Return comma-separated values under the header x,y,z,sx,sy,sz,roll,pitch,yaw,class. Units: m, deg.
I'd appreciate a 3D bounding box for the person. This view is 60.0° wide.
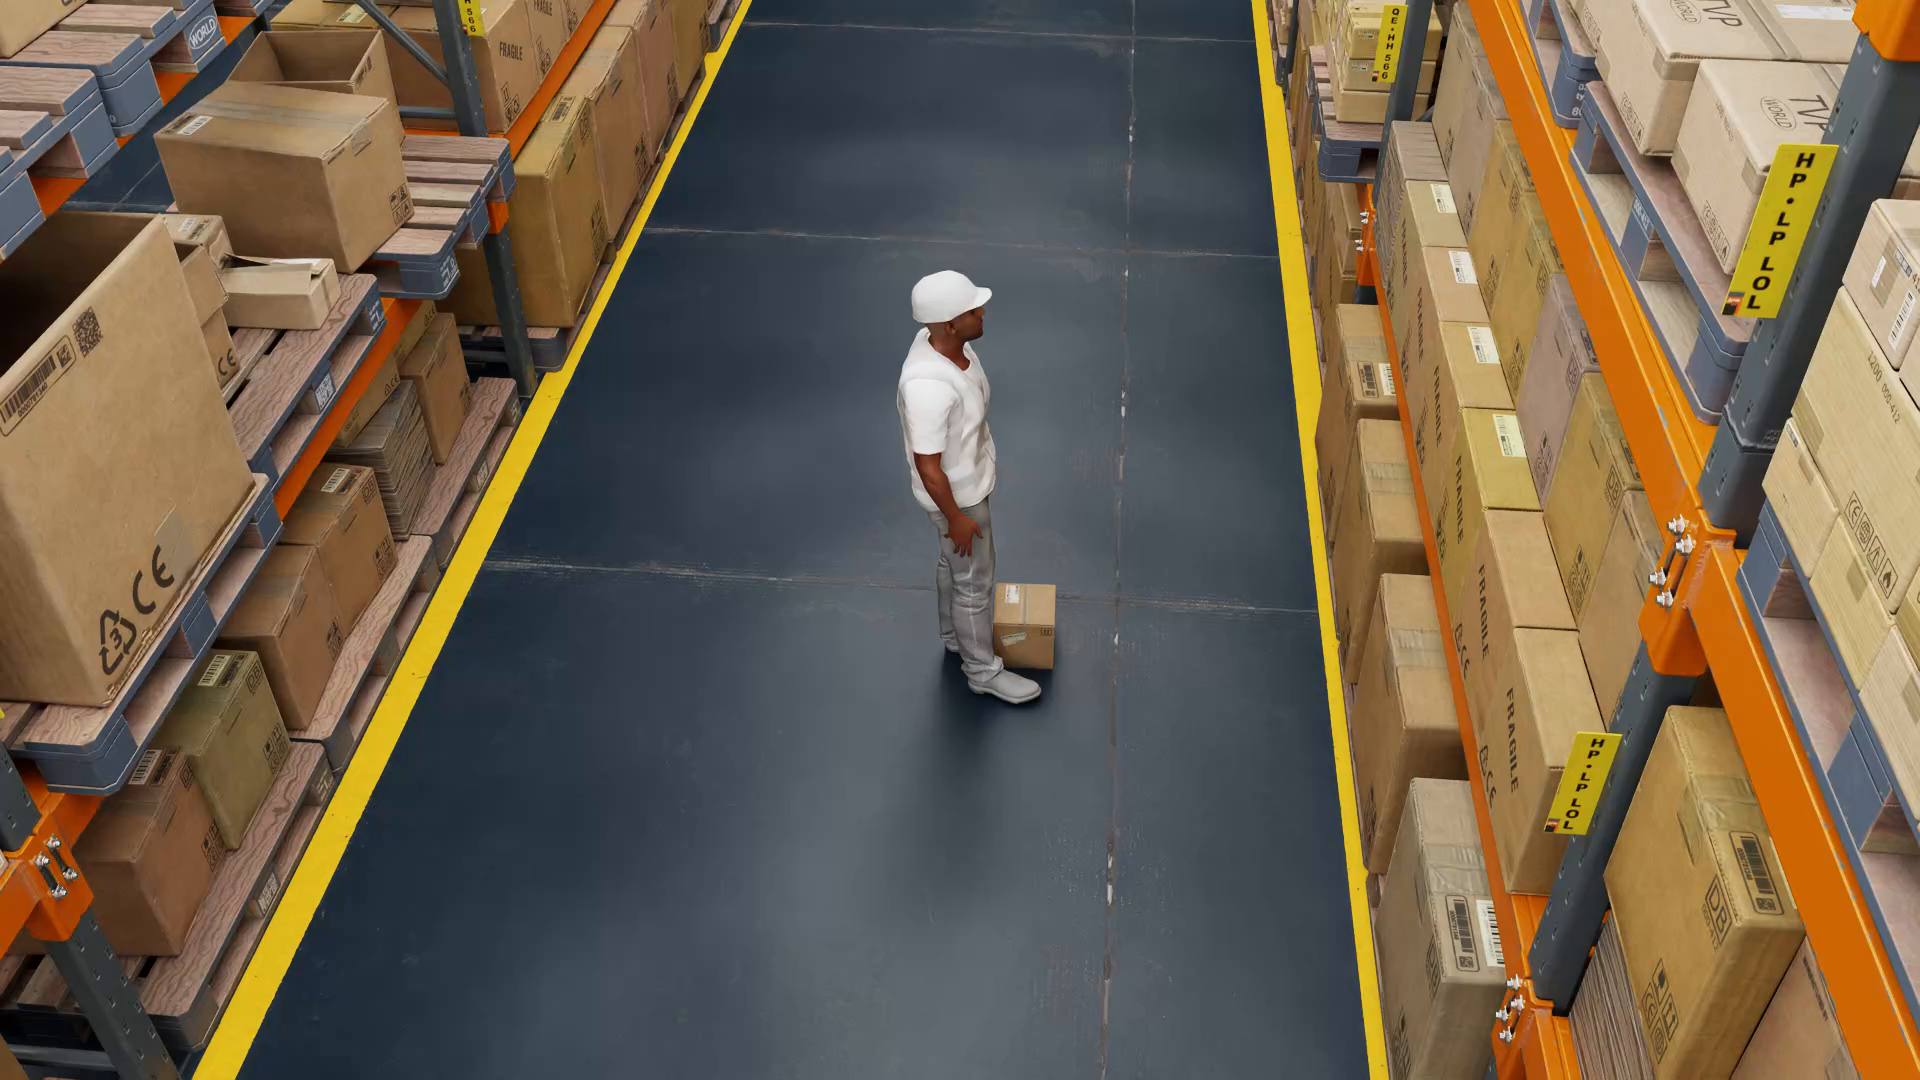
x,y,z,sx,sy,sz,roll,pitch,yaw,class
0.065,-0.225,6.392,0.575,1.768,0.665,3,40,4,person
